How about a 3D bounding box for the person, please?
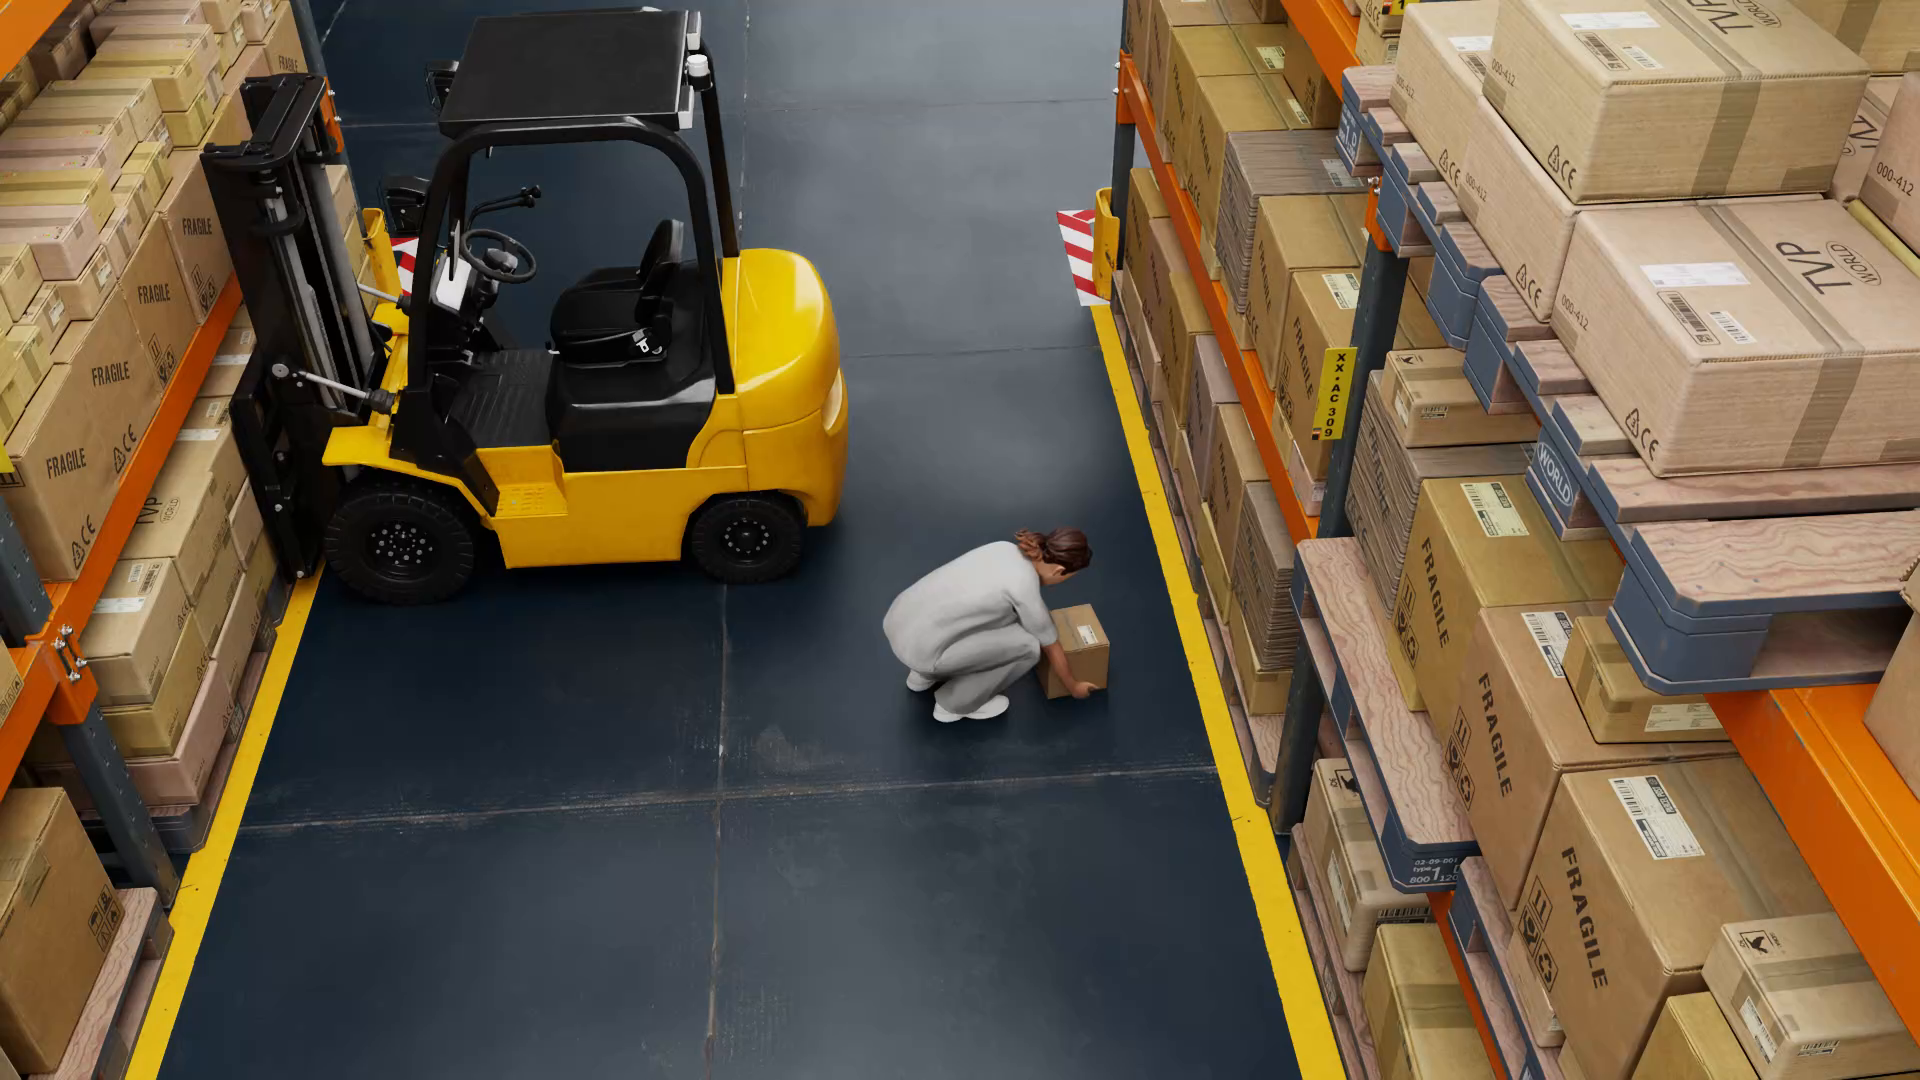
[{"bbox_3d":[0.119,0.345,6.542,0.849,0.797,0.469,-11,41,-13],"label":"person"}]
